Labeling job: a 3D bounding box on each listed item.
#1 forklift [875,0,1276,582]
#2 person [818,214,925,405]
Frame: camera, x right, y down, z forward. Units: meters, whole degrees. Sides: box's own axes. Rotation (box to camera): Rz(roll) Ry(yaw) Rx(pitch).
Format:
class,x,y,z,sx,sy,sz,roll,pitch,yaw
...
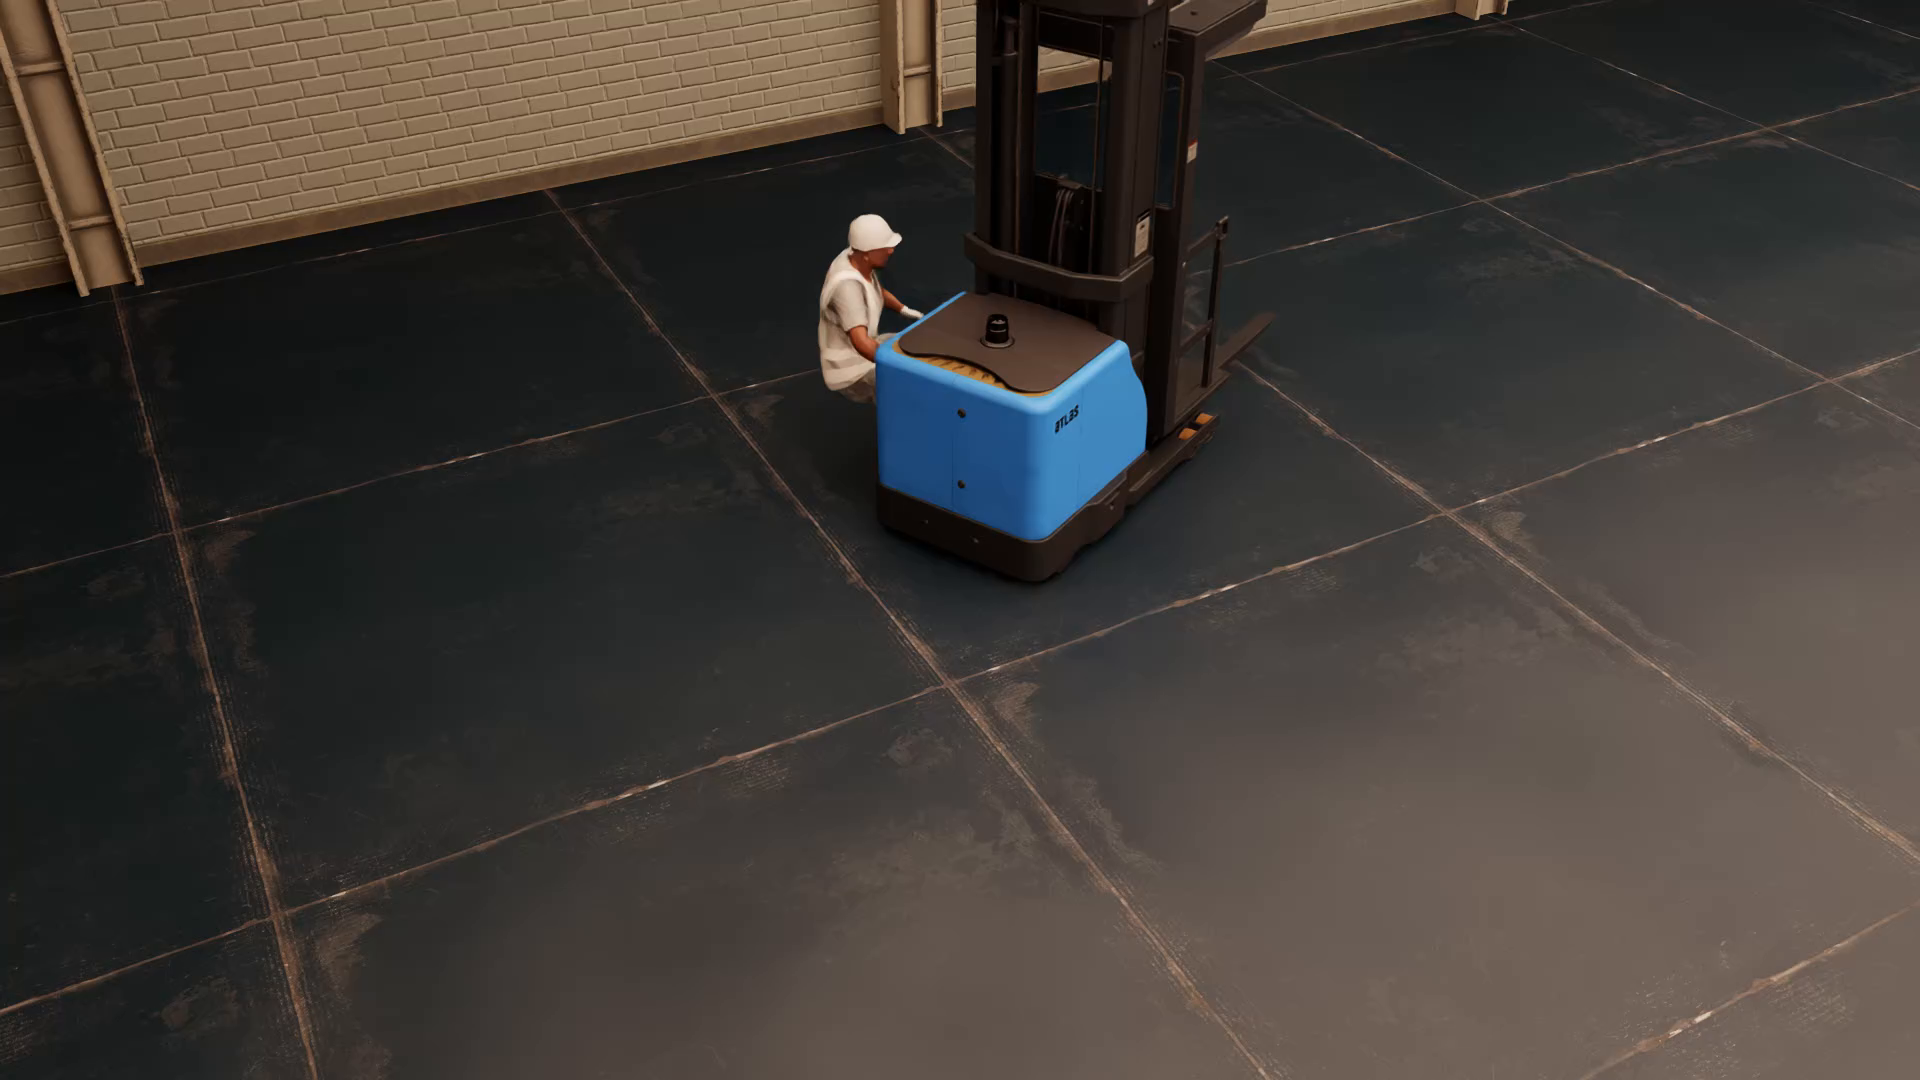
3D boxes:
class,x,y,z,sx,sy,sz,roll,pitch,yaw
forklift,0.814,-1.798,8.667,1.130,2.935,3.031,22,41,28
person,-0.301,-0.982,8.765,0.877,1.551,0.841,-2,35,-3
